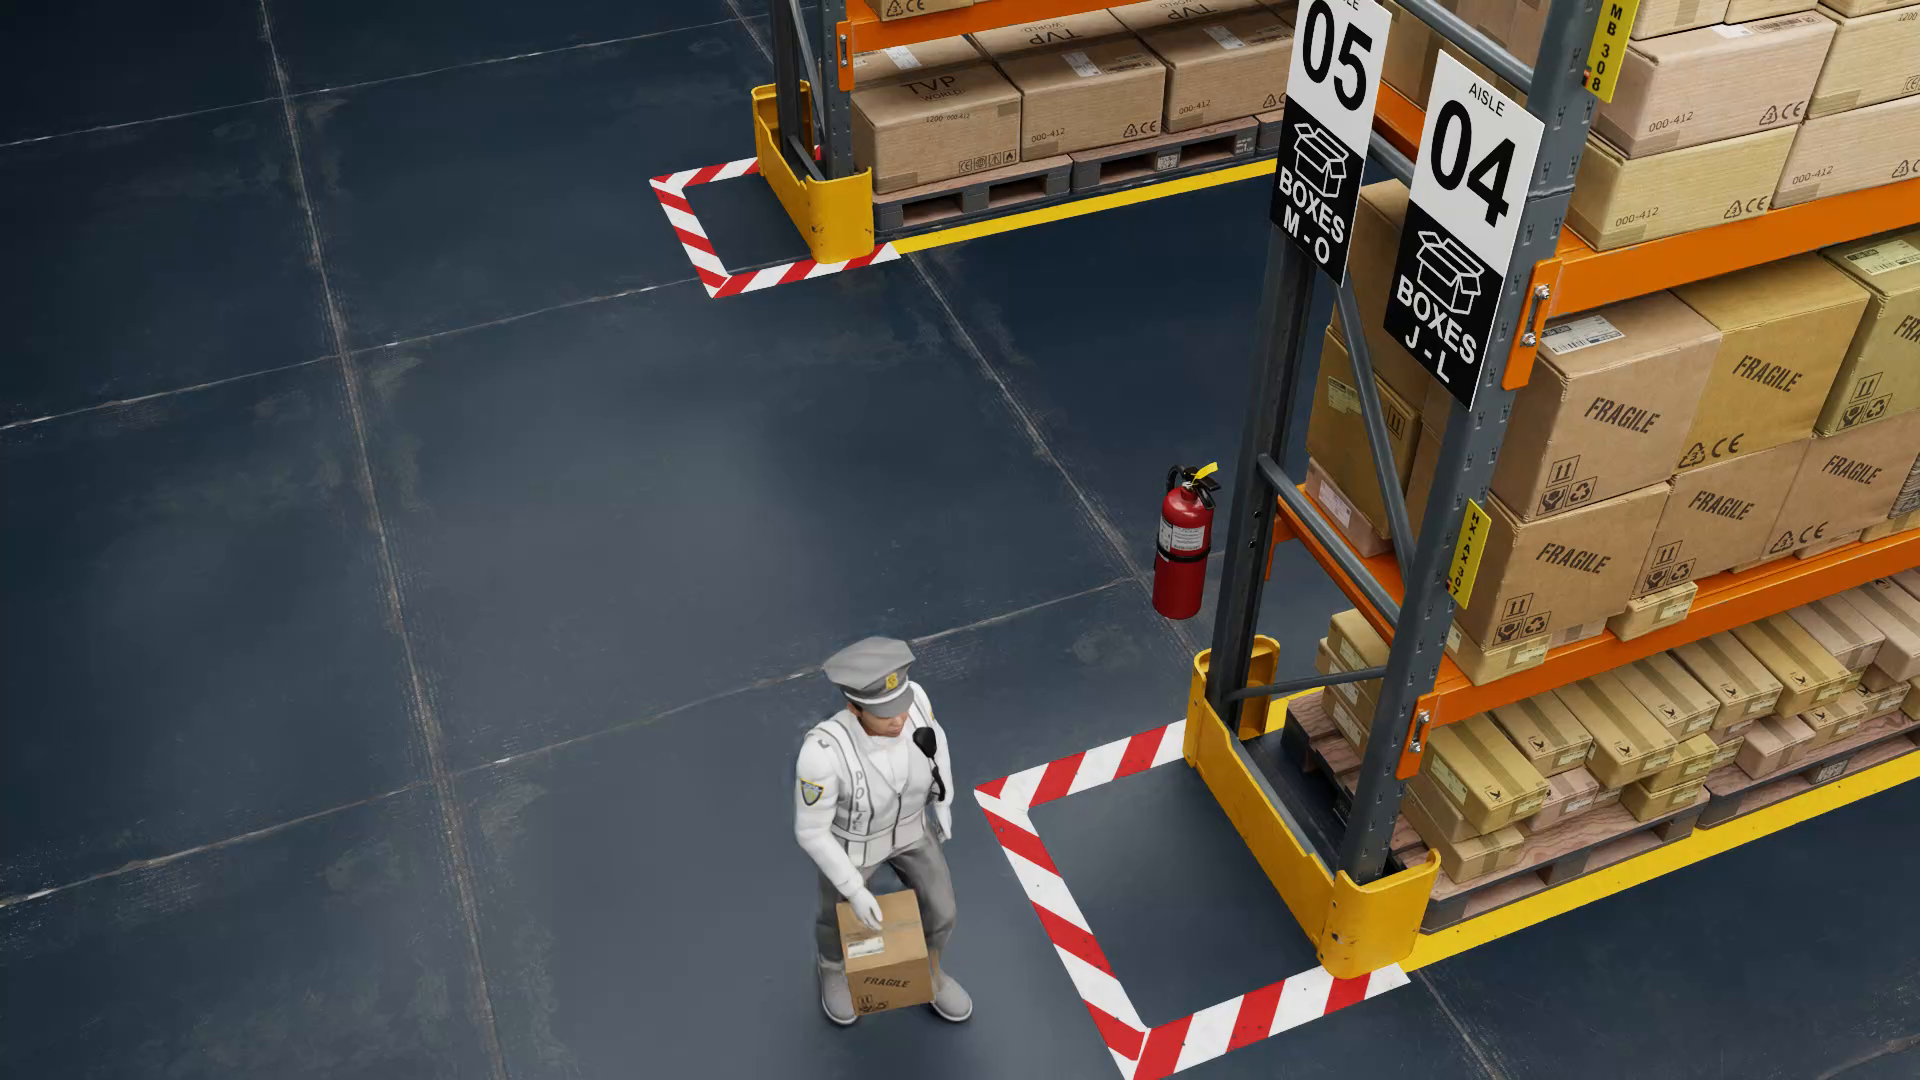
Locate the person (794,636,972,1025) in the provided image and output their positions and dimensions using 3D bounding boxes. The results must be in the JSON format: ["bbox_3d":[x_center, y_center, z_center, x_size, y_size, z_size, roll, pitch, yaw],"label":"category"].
[{"bbox_3d":[-0.241,0.930,5.117,0.583,1.676,0.489,-26,48,-26],"label":"person"}]
